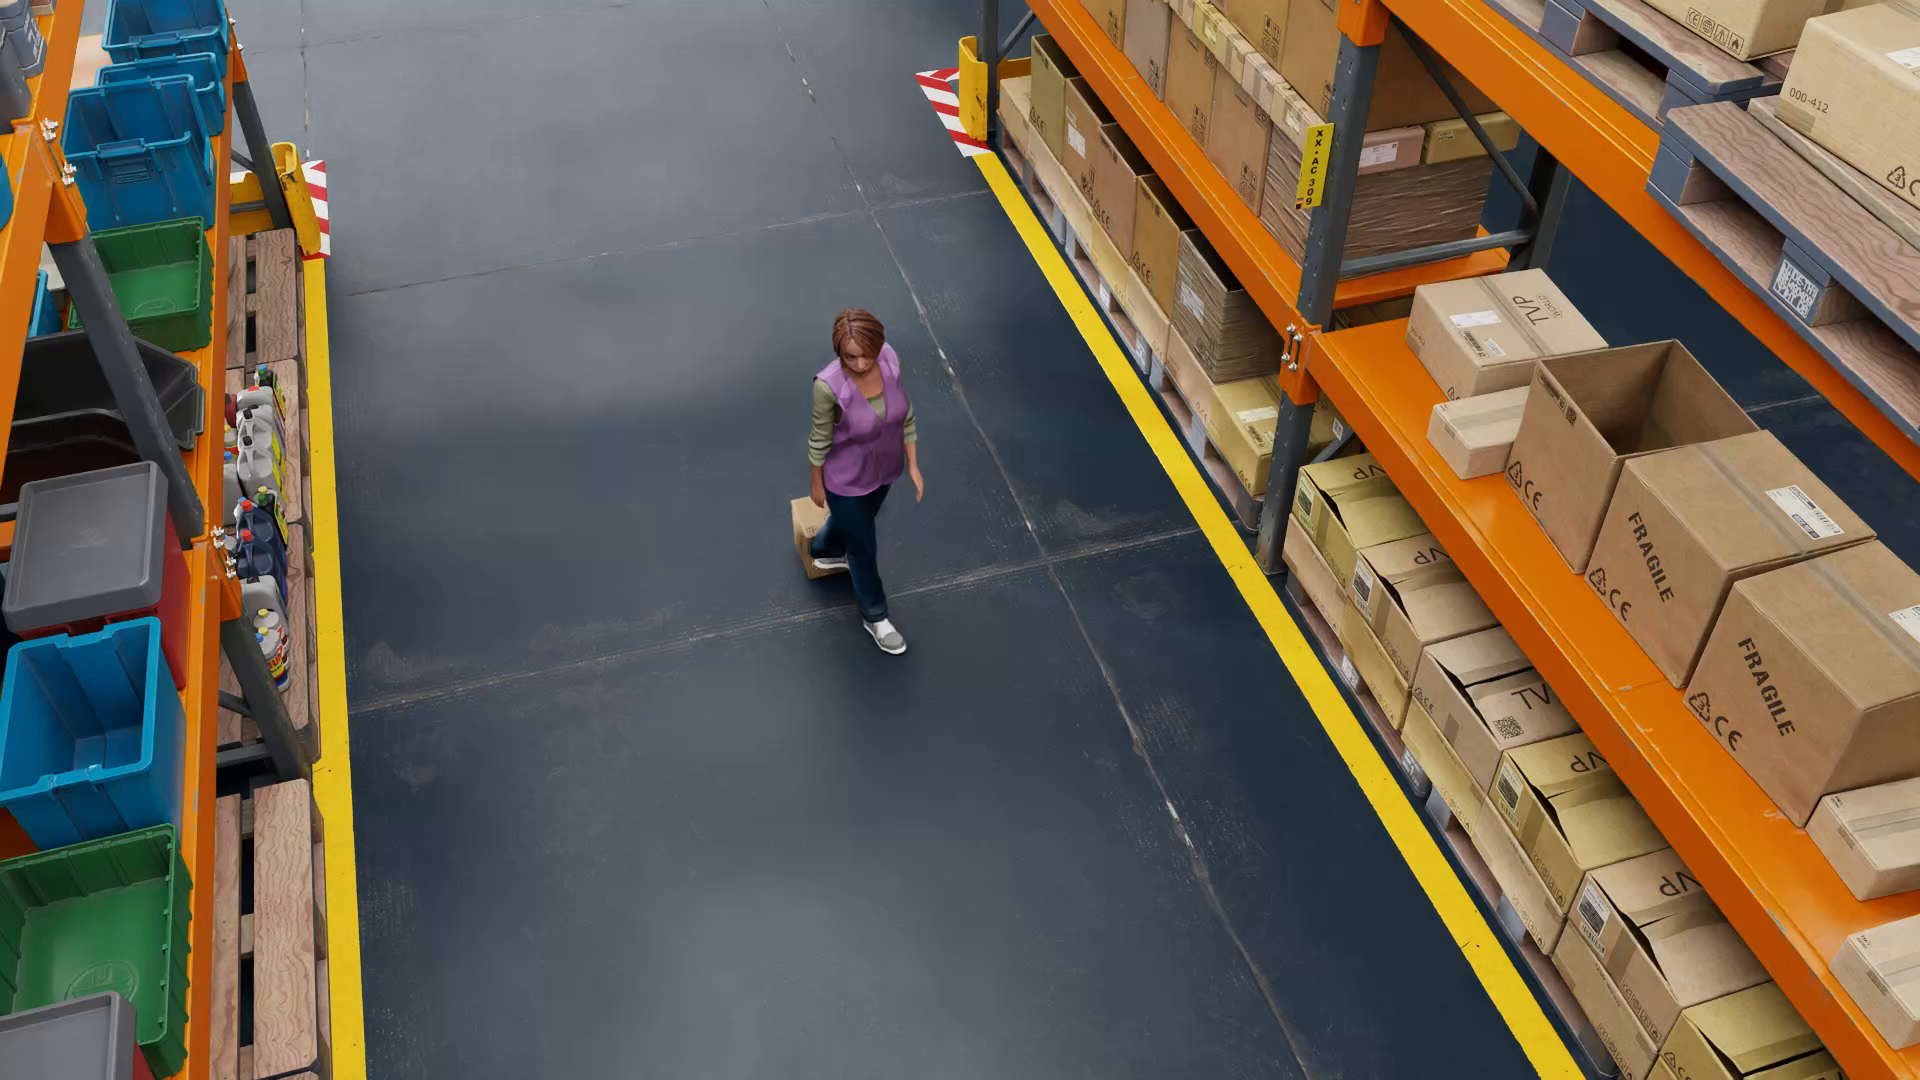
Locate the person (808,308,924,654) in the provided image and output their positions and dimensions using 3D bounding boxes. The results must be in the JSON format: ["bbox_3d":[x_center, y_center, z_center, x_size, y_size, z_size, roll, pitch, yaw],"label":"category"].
[{"bbox_3d":[-0.409,-0.290,6.476,0.439,1.587,0.639,-33,52,-30],"label":"person"}]
